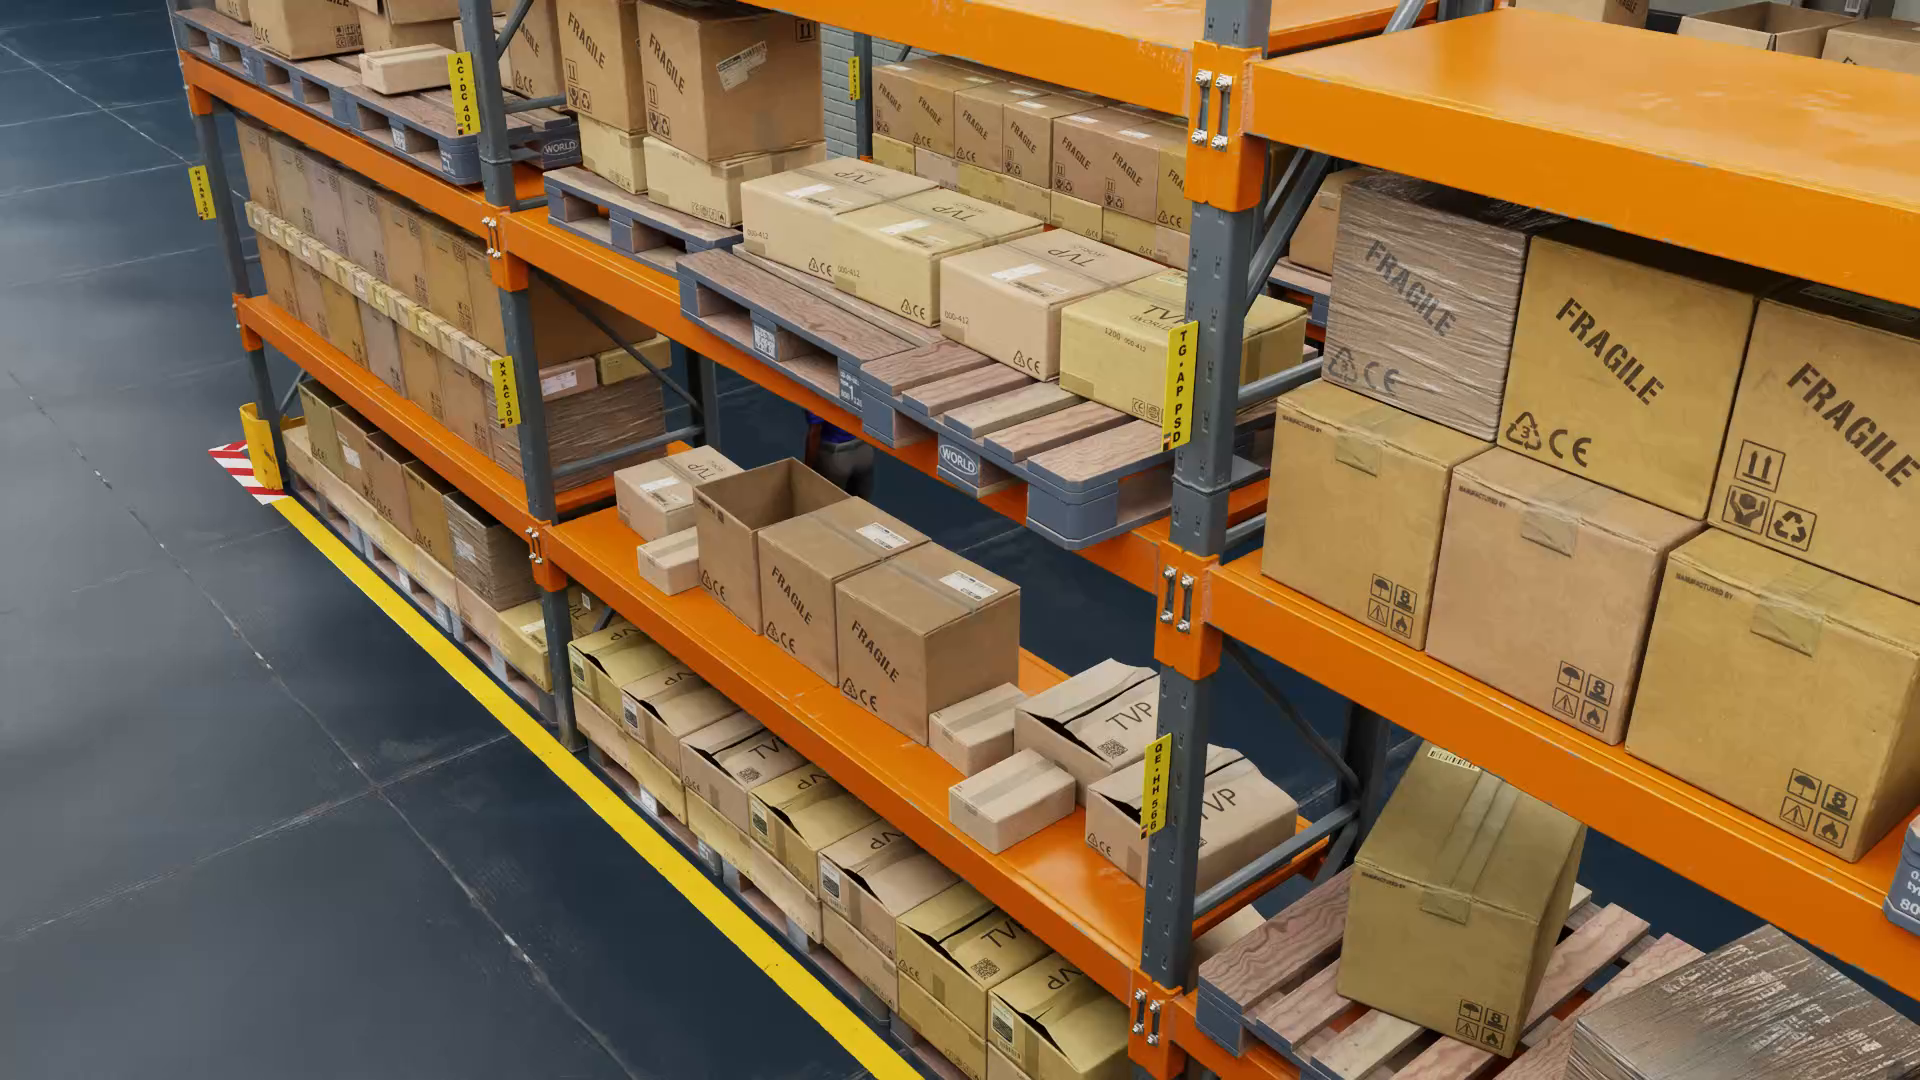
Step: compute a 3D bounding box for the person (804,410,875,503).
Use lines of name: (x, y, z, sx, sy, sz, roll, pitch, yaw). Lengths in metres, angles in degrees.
person: (-0.685, -0.461, 9.483, 0.506, 1.654, 0.350, -23, 36, -36)
